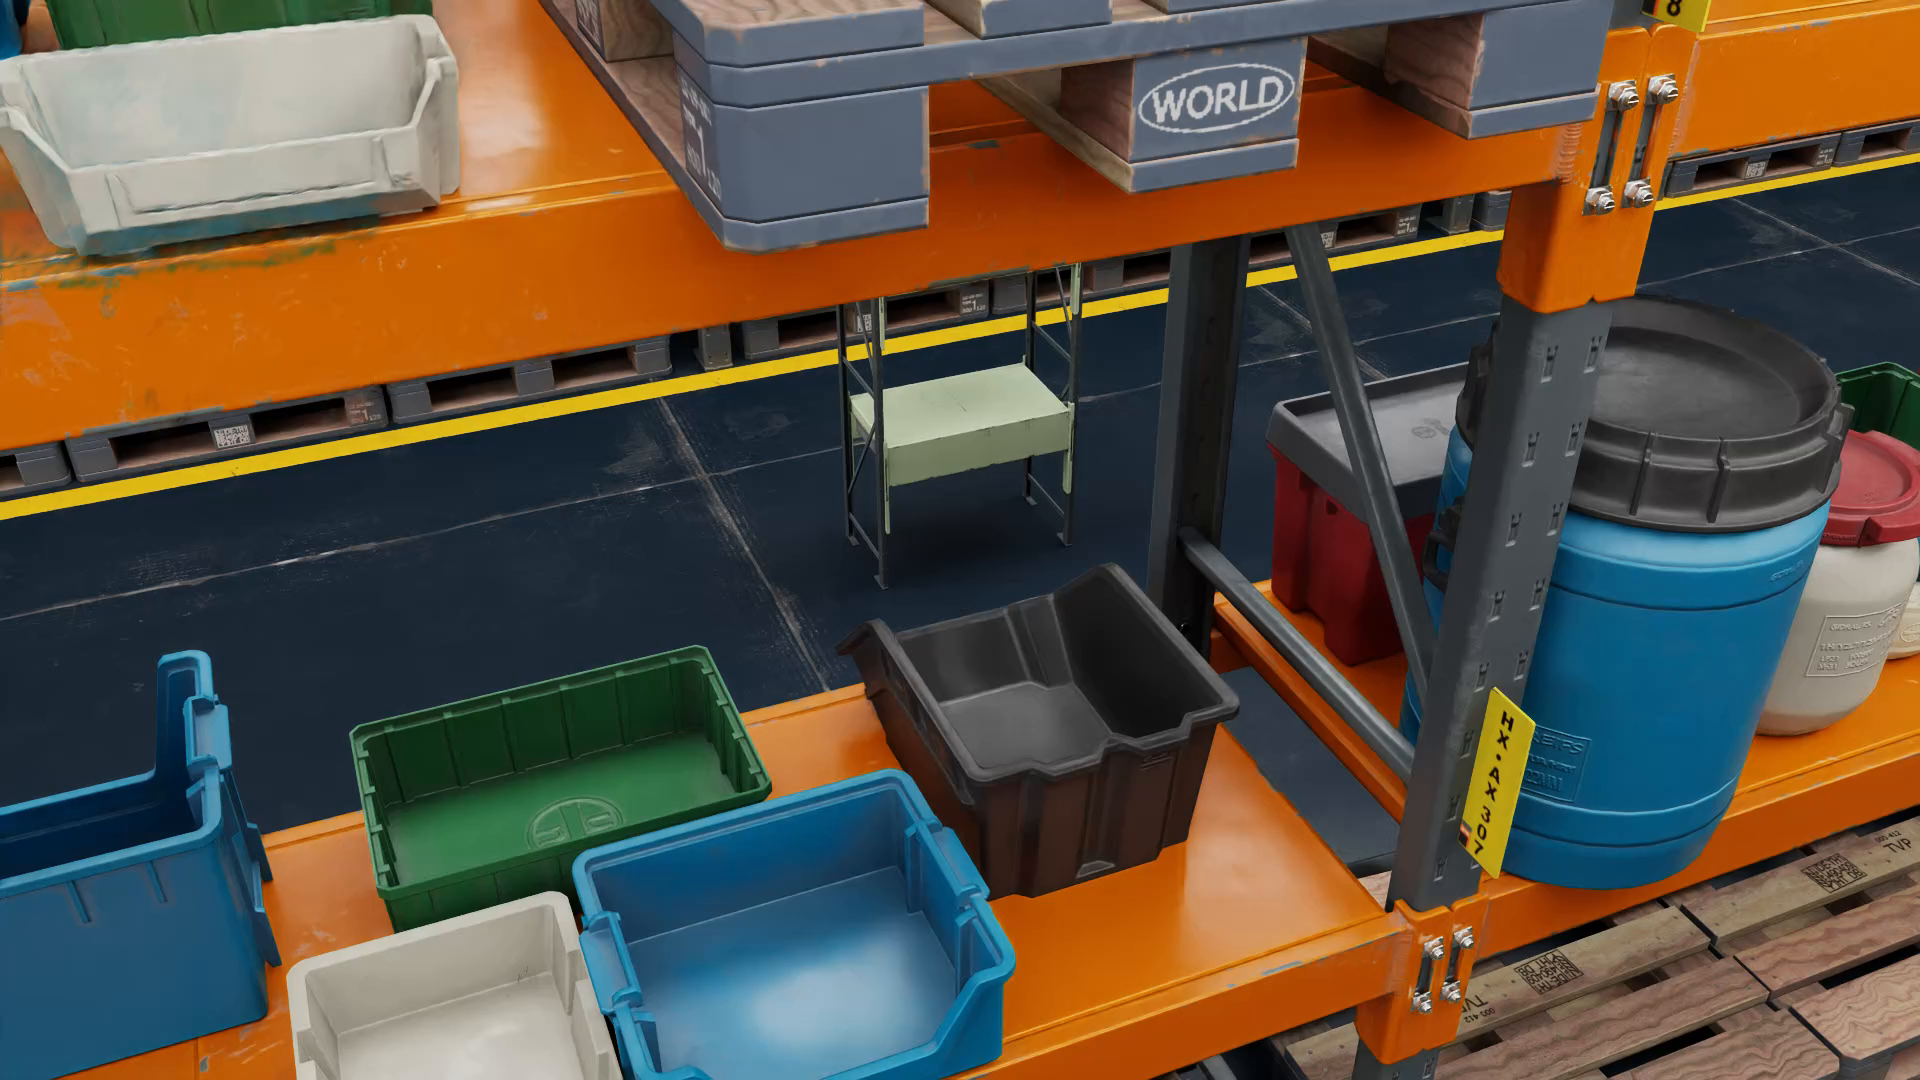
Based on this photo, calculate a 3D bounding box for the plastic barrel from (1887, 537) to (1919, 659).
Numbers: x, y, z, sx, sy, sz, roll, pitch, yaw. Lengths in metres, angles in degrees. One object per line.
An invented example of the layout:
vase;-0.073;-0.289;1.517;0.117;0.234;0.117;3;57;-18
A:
plastic barrel;1.928;0.082;3.500;0.301;0.262;0.301;0;33;0

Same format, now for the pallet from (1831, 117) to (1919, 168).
pallet;5.375;-2.594;10.044;1.213;0.211;1.003;-13;35;-19

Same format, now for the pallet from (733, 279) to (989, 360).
pallet;-0.601;-1.271;8.010;1.213;0.211;1.003;-13;35;-19

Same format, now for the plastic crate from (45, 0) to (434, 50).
plastic crate;-0.912;-0.745;2.089;0.450;0.188;0.336;-13;35;-19

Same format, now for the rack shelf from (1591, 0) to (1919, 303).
rack shelf;2.493;-1.151;3.178;4.000;0.370;1.077;-13;35;-19

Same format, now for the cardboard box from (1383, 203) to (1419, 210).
cardboard box;2.032;-1.899;8.554;0.500;0.250;0.500;-12;35;-18

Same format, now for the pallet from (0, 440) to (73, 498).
pallet;-4.265;-0.434;6.723;1.213;0.211;1.003;-13;35;-19

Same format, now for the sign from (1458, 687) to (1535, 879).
sign;0.851;0.390;2.647;0.005;0.325;0.100;-13;35;-19

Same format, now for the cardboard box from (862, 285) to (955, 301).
cardboard box;-0.326;-1.356;7.720;0.500;0.250;0.500;-12;35;-18

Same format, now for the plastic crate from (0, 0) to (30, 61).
plastic crate;-1.398;-0.733;1.891;0.575;0.384;0.392;-13;35;-19

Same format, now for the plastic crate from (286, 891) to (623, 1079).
plastic crate;-0.750;0.808;2.500;0.437;0.136;0.530;-13;35;-19

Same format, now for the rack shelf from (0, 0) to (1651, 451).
rack shelf;-1.195;-0.307;1.880;4.000;0.370;1.077;-13;35;-19

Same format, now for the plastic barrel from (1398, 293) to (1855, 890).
plastic barrel;1.122;0.087;2.906;0.708;0.901;0.600;-13;35;-19

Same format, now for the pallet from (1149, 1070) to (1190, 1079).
pallet;0.013;1.516;3.726;1.213;0.211;1.003;-13;35;-19

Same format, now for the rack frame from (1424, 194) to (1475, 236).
rack frame;2.423;-3.109;8.278;0.127;3.000;1.000;-13;35;-19

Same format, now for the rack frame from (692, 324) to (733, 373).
rack frame;-1.265;-2.265;6.980;0.127;3.000;1.000;-13;35;-19

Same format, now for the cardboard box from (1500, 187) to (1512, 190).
cardboard box;2.953;-2.198;8.767;0.500;0.500;0.500;-11;35;-17

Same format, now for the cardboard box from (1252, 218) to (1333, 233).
cardboard box;1.558;-1.788;8.384;0.500;0.250;0.500;-13;35;-19

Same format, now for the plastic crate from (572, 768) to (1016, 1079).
plastic crate;-0.267;0.659;2.623;0.616;0.251;0.499;-13;35;-19

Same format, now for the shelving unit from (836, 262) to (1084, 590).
shelving unit;-0.006;-0.627;5.839;0.755;1.500;0.431;-13;35;-19

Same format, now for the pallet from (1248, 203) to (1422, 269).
pallet;1.649;-1.786;8.802;1.213;0.211;1.003;-13;35;-19

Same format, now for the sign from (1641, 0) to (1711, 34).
sign;0.851;-0.755;1.902;0.005;0.325;0.100;-13;35;-19

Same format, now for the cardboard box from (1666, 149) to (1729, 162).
cardboard box;3.898;-2.415;9.100;0.500;0.500;0.500;-13;35;-20

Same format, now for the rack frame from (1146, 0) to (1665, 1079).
rack frame;0.649;0.227;3.151;0.127;3.000;1.000;-13;35;-19

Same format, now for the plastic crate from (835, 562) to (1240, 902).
plastic crate;0.117;0.299;3.096;0.504;0.338;0.767;-13;35;-19

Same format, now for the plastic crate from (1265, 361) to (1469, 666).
plastic crate;0.977;-0.056;3.527;0.583;0.464;0.402;-13;35;-19

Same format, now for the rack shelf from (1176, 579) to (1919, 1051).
rack shelf;2.493;0.106;3.996;4.000;0.370;1.077;-13;35;-19

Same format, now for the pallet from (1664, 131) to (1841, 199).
pallet;4.249;-2.335;9.645;1.213;0.211;1.003;-13;35;-19

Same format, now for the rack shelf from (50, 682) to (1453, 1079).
rack shelf;-1.195;0.951;2.698;4.000;0.370;1.077;-13;35;-19

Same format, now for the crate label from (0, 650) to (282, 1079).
crate label;-1.447;0.532;2.650;0.616;0.435;0.502;-13;35;-19

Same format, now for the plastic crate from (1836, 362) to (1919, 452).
plastic crate;2.145;-0.194;3.992;0.662;0.188;0.450;-13;35;-19

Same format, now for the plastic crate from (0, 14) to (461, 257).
plastic crate;-0.675;-0.378;1.572;0.396;0.136;0.243;-13;35;-19

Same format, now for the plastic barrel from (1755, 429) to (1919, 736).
plastic barrel;1.616;0.078;3.255;0.433;0.535;0.433;0;33;0

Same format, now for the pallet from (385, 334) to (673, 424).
pallet;-2.015;-0.949;7.515;1.213;0.211;1.003;-13;35;-19

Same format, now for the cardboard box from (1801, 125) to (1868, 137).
cardboard box;4.845;-2.636;9.440;0.500;0.500;0.500;-12;35;-18

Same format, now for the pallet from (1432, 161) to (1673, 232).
pallet;3.126;-2.079;9.252;1.213;0.211;1.003;-13;35;-19

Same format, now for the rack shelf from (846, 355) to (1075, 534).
rack shelf;-0.006;-0.354;6.017;0.720;0.370;0.431;-13;35;-19

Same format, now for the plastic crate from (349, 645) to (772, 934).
plastic crate;-0.712;0.460;2.987;0.662;0.188;0.450;-13;35;-19

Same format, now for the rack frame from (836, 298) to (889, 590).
rack frame;-0.344;-0.550;5.720;0.023;1.500;0.400;-13;35;-19

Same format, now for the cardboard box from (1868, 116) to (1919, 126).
cardboard box;5.308;-2.742;9.602;0.500;0.500;0.500;-13;35;-19

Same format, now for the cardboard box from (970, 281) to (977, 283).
cardboard box;0.151;-1.467;7.890;0.500;0.250;0.500;-14;36;-20

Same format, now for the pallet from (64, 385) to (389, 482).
pallet;-3.142;-0.690;7.116;1.213;0.211;1.003;-13;35;-19

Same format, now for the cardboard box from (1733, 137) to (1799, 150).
cardboard box;4.377;-2.528;9.273;0.500;0.500;0.500;-14;36;-21

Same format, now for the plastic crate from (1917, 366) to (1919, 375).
plastic crate;2.728;-0.457;4.144;0.583;0.464;0.402;-13;35;-19

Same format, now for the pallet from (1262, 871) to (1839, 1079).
pallet;1.358;1.210;4.196;1.213;0.211;1.003;-13;35;-19

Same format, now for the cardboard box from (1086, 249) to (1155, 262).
cardboard box;0.620;-1.574;8.055;0.500;0.250;0.500;-12;35;-18

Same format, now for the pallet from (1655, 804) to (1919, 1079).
pallet;2.484;0.951;4.595;1.213;0.211;1.003;-13;35;-19

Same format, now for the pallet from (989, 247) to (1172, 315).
pallet;0.525;-1.531;8.409;1.213;0.211;1.003;-13;35;-19

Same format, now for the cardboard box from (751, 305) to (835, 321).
cardboard box;-0.798;-1.249;7.555;0.500;0.250;0.500;-14;35;-20

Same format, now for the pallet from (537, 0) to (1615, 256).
pallet;0.021;-0.750;2.075;1.003;0.211;1.213;-13;35;-19

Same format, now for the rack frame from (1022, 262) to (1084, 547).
rack frame;0.331;-0.704;5.958;0.023;1.500;0.400;-13;35;-19

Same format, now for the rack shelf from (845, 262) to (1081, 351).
rack shelf;-0.006;-0.954;5.626;0.720;0.370;0.431;-13;35;-19
